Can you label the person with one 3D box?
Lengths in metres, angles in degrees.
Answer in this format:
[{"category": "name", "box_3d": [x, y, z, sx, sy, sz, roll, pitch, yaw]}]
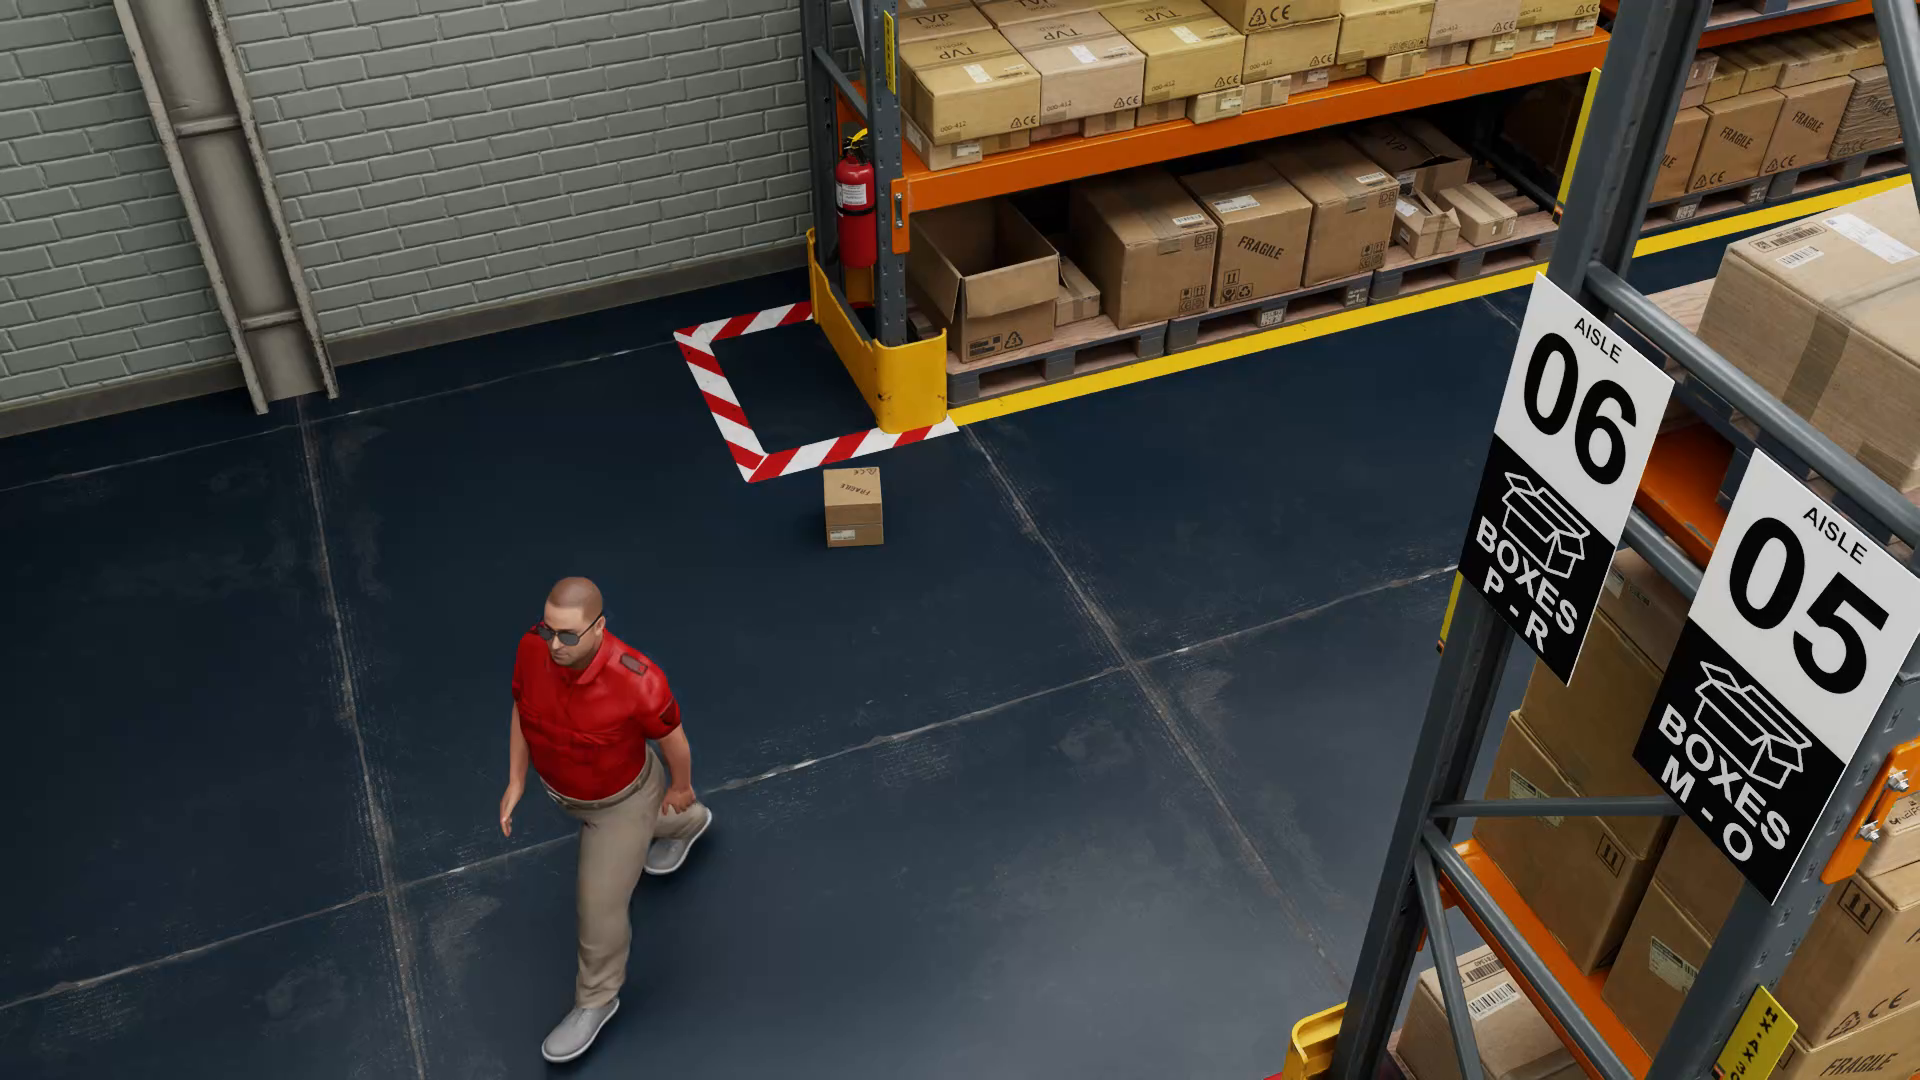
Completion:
[{"category": "person", "box_3d": [-1.155, 0.777, 5.291, 0.536, 1.671, 1.066, 23, 46, 24]}]
